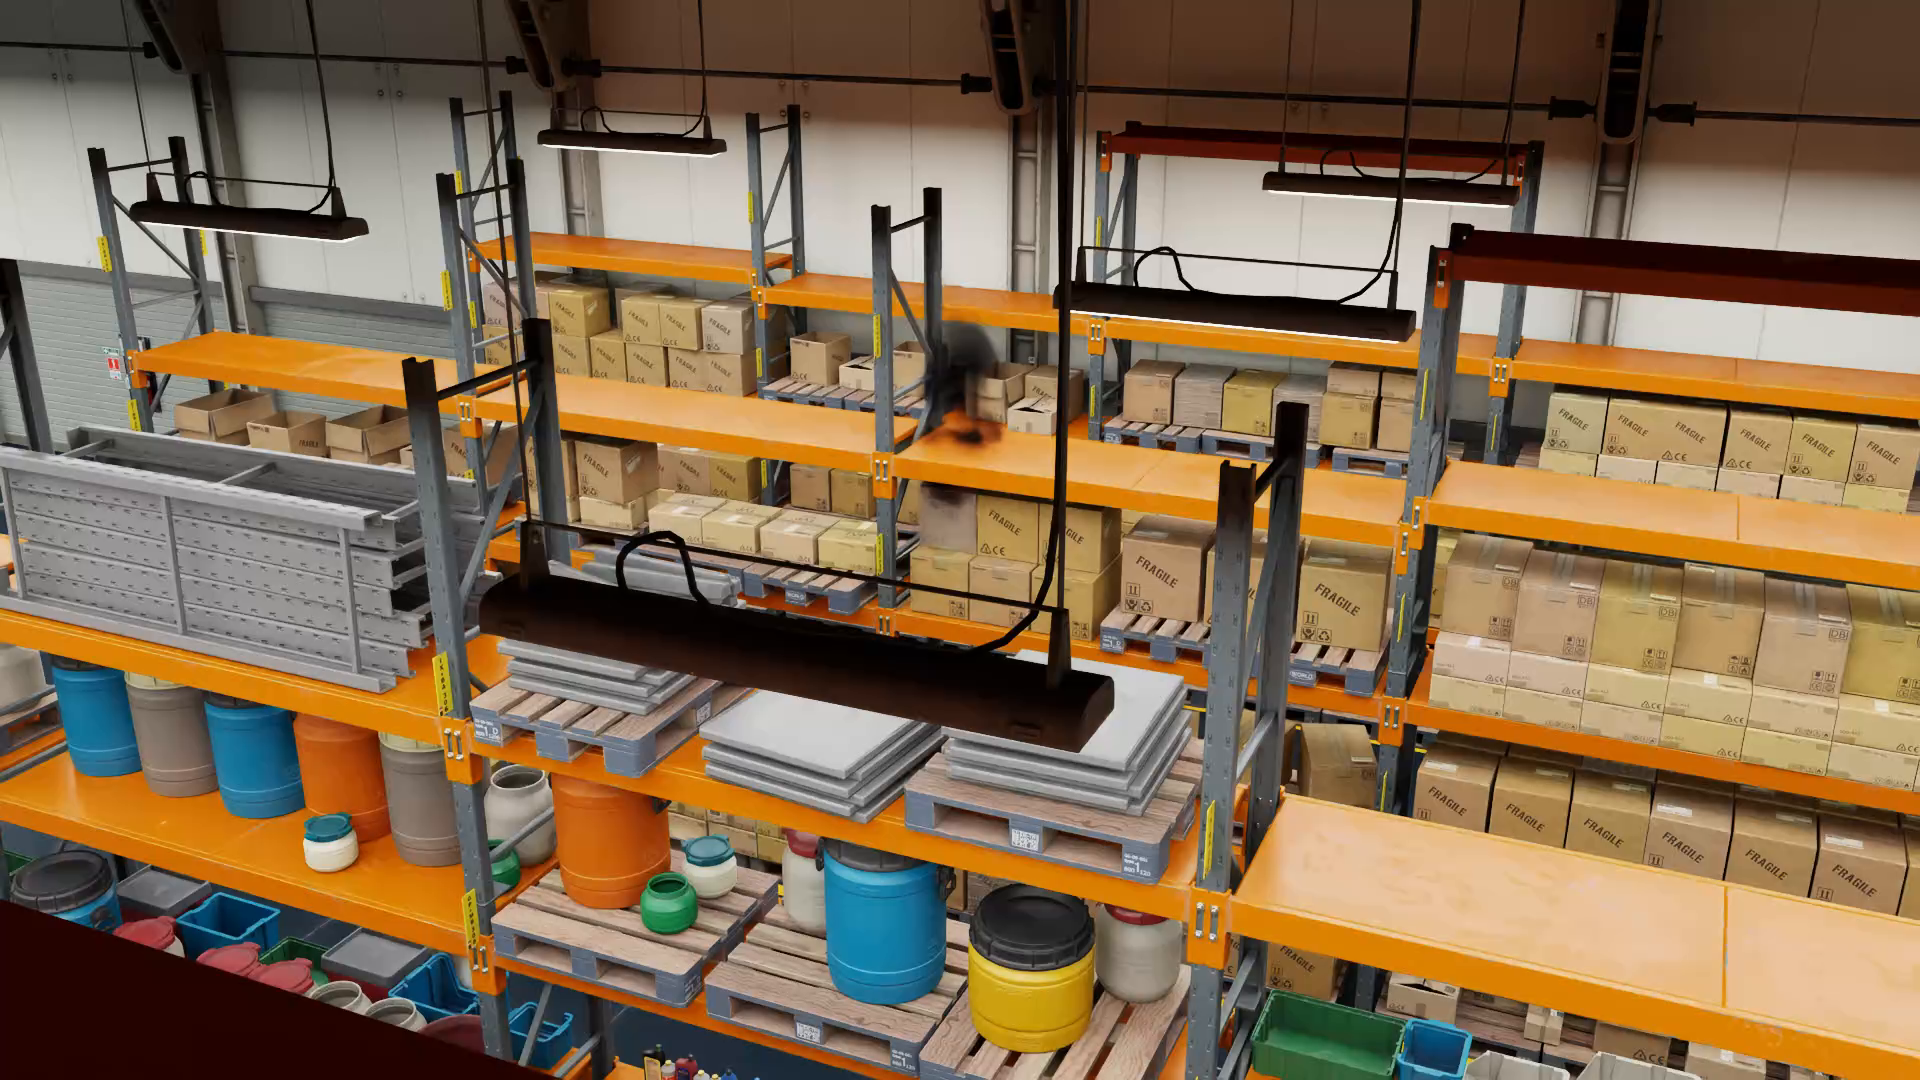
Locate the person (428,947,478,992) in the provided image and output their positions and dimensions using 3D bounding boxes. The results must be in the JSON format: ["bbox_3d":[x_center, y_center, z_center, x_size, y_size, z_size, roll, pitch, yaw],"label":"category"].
[{"bbox_3d":[-3.914,3.016,12.500,1.032,1.628,0.648,12,24,29],"label":"person"}]
